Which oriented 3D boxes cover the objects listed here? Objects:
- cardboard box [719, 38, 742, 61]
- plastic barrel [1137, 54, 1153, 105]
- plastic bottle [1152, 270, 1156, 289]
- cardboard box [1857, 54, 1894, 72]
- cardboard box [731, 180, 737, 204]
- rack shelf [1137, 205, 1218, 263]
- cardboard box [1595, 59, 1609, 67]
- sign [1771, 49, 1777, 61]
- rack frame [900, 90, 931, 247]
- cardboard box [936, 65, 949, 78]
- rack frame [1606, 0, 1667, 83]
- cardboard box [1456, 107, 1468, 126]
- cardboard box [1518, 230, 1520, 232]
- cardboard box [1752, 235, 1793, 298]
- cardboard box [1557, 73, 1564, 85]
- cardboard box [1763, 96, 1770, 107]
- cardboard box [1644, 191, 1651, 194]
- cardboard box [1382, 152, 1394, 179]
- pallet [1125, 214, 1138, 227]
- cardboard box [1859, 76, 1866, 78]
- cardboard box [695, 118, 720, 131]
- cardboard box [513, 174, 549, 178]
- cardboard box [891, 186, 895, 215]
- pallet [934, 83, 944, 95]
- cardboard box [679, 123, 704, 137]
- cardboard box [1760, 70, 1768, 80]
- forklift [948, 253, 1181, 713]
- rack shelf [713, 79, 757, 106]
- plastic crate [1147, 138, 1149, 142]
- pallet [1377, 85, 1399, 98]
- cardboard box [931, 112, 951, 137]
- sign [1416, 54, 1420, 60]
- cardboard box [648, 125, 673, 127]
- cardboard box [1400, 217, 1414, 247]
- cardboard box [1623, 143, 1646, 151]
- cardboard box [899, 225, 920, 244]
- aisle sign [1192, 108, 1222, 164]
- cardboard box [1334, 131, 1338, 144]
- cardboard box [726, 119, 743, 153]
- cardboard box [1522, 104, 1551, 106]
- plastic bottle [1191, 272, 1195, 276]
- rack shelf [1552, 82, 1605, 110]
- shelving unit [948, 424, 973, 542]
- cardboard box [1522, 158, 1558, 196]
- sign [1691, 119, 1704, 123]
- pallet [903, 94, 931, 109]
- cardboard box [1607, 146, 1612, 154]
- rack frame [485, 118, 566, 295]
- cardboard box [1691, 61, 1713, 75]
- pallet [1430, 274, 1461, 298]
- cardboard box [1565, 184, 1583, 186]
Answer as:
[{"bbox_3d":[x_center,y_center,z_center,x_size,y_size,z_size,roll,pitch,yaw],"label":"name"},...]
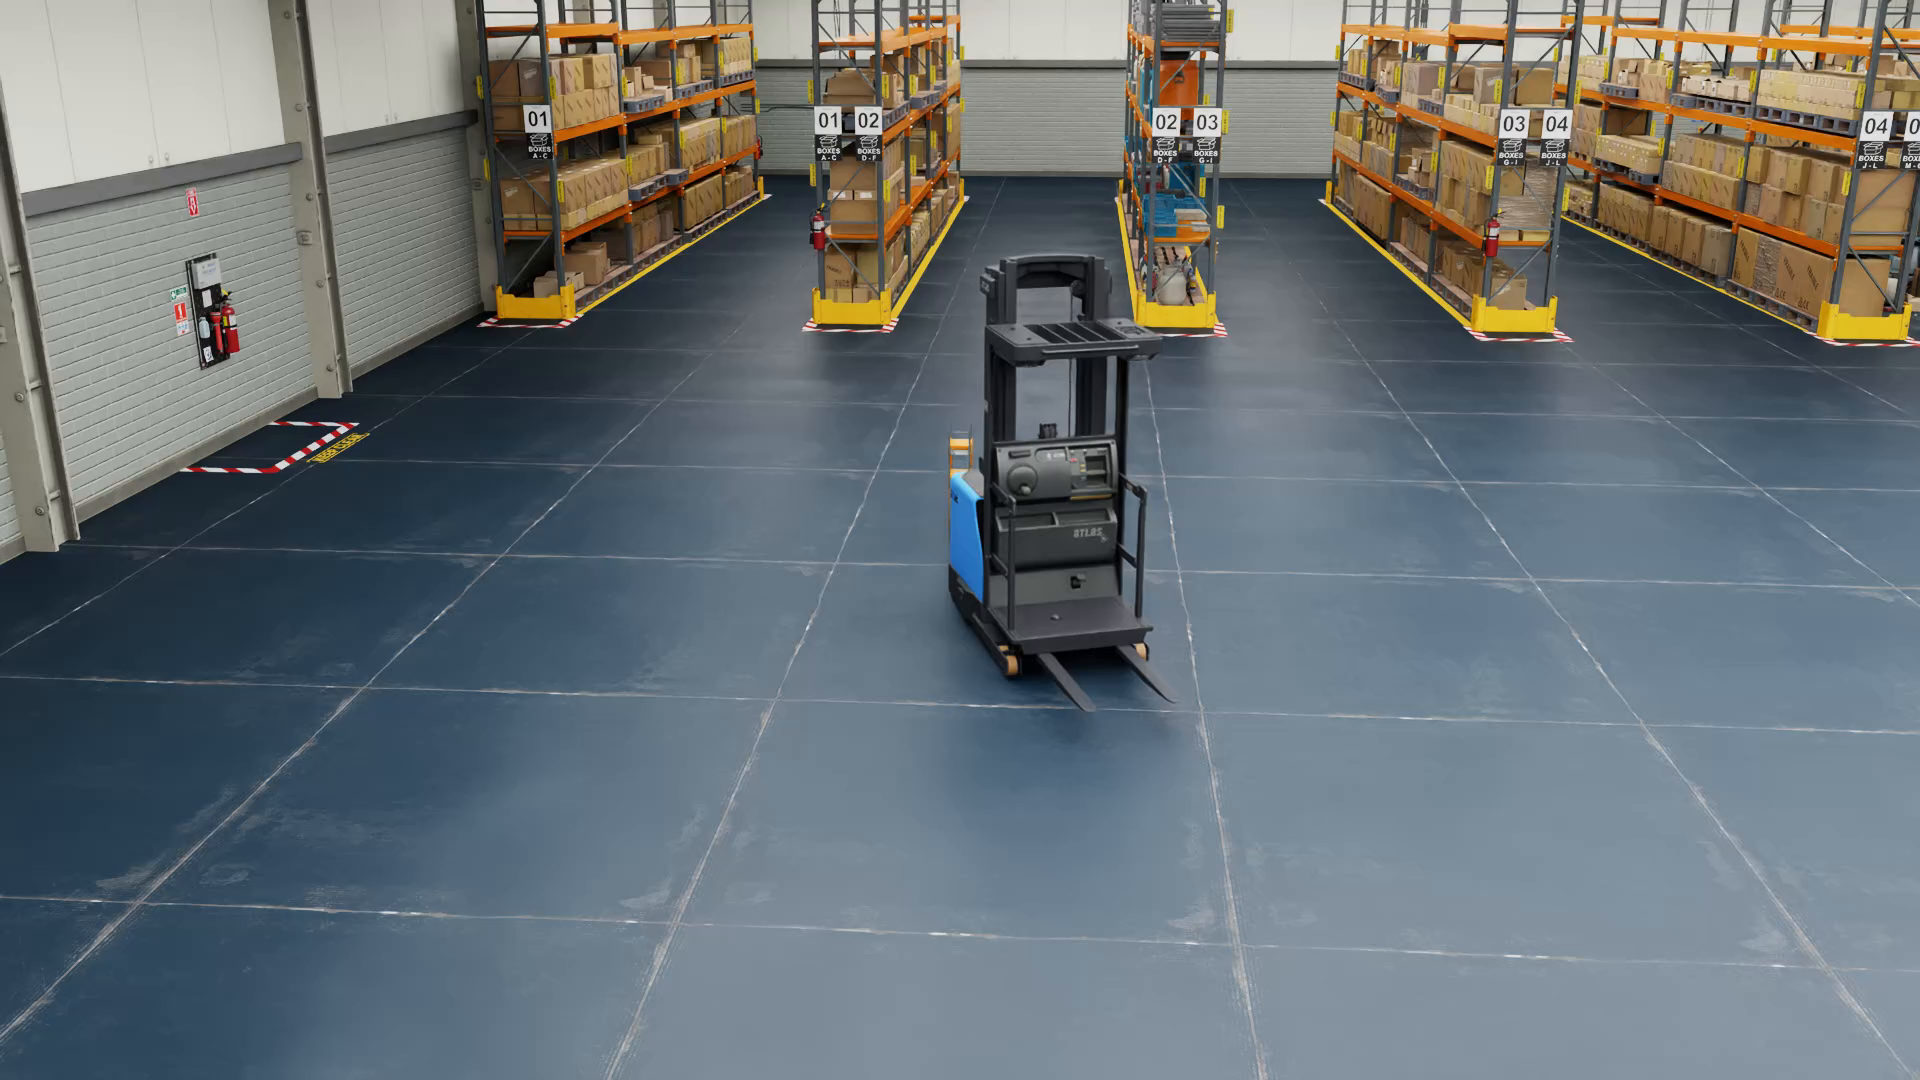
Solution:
[{"bbox_3d":[-5.294,-11.251,38.154,0.500,0.500,0.500,0,18,1],"label":"cardboard box"},{"bbox_3d":[3.594,-8.552,30.910,0.600,0.901,0.600,0,18,0],"label":"plastic barrel"},{"bbox_3d":[3.142,-4.228,26.991,0.061,0.283,0.133,1,18,4],"label":"plastic bottle"},{"bbox_3d":[19.233,-9.947,34.977,0.500,0.500,0.500,2,18,5],"label":"cardboard box"},{"bbox_3d":[-5.530,-8.000,38.187,0.700,0.500,0.500,1,18,3],"label":"cardboard box"},{"bbox_3d":[3.440,-4.933,26.644,1.077,0.370,4.000,1,18,4],"label":"rack shelf"},{"bbox_3d":[13.771,-10.172,35.456,0.380,0.149,0.250,1,18,4],"label":"cardboard box"},{"bbox_3d":[18.715,-11.184,38.217,0.100,0.325,0.005,1,18,4],"label":"sign"},{"bbox_3d":[-1.071,-7.250,32.560,1.000,3.000,0.127,1,18,4],"label":"rack frame"},{"bbox_3d":[-0.501,-10.230,36.273,0.500,0.250,0.500,1,18,4],"label":"cardboard box"},{"bbox_3d":[14.037,-10.979,34.305,1.000,3.000,0.127,1,18,4],"label":"rack frame"},{"bbox_3d":[8.156,-6.687,26.265,0.500,0.250,0.500,1,18,2],"label":"cardboard box"},{"bbox_3d":[8.532,-4.584,24.827,0.380,0.149,0.250,1,18,4],"label":"cardboard box"},{"bbox_3d":[13.287,-4.360,26.476,0.875,0.875,0.875,1,18,4],"label":"cardboard box"},{"bbox_3d":[14.036,-10.591,38.179,0.500,0.250,0.500,2,18,6],"label":"cardboard box"},{"bbox_3d":[13.081,-7.011,26.580,0.380,0.149,0.250,1,18,4],"label":"cardboard box"},{"bbox_3d":[14.161,-6.936,33.735,0.500,0.250,0.500,0,18,1],"label":"cardboard box"},{"bbox_3d":[8.640,-7.389,32.823,0.500,0.500,0.500,1,18,3],"label":"cardboard box"},{"bbox_3d":[4.060,-6.817,35.716,1.003,0.211,1.213,1,18,4],"label":"pallet"},{"bbox_3d":[13.610,-6.825,24.731,0.380,0.149,0.250,1,18,3],"label":"cardboard box"},{"bbox_3d":[-5.503,-9.006,36.043,0.500,0.250,0.500,2,18,5],"label":"cardboard box"},{"bbox_3d":[-6.718,-5.477,26.152,0.500,0.500,0.500,2,18,5],"label":"cardboard box"},{"bbox_3d":[-1.454,-5.598,27.356,0.700,0.500,0.500,2,18,5],"label":"cardboard box"},{"bbox_3d":[-0.972,-9.306,34.317,1.213,0.211,1.003,1,18,4],"label":"pallet"},{"bbox_3d":[-5.622,-8.531,34.593,0.500,0.250,0.500,1,18,3],"label":"cardboard box"},{"bbox_3d":[13.098,-7.470,26.701,0.380,0.149,0.250,1,18,4],"label":"cardboard box"},{"bbox_3d":[0.778,-0.521,12.133,1.130,2.935,3.031,-5,19,-14],"label":"forklift"},{"bbox_3d":[-5.582,-10.307,38.226,1.077,0.370,4.000,1,18,4],"label":"rack shelf"},{"bbox_3d":[4.605,-9.560,39.456,0.616,0.435,0.499,1,18,4],"label":"plastic crate"},{"bbox_3d":[8.880,-8.912,33.118,1.003,0.211,1.213,2,18,6],"label":"pallet"},{"bbox_3d":[-0.469,-9.155,36.607,0.500,0.500,0.500,2,18,5],"label":"cardboard box"},{"bbox_3d":[9.639,-10.082,35.048,0.100,0.325,0.005,1,18,4],"label":"sign"},{"bbox_3d":[-6.157,-8.381,34.136,0.500,0.250,0.500,1,18,3],"label":"cardboard box"},{"bbox_3d":[8.782,-5.841,31.566,0.700,0.500,0.500,0,18,1],"label":"cardboard box"},{"bbox_3d":[13.423,-7.813,33.050,0.380,0.149,0.250,2,18,7],"label":"cardboard box"},{"bbox_3d":[-1.002,-5.606,30.383,0.500,0.311,0.500,1,18,2],"label":"cardboard box"},{"bbox_3d":[3.583,-5.860,24.143,0.394,0.787,0.004,1,18,4],"label":"aisle sign"},{"bbox_3d":[9.080,-9.440,39.004,0.500,0.250,0.500,1,18,2],"label":"cardboard box"},{"bbox_3d":[-5.570,-9.366,38.533,0.980,0.700,0.700,0,18,1],"label":"cardboard box"},{"bbox_3d":[8.588,-6.410,24.778,0.380,0.149,0.250,2,18,6],"label":"cardboard box"},{"bbox_3d":[3.771,-4.198,26.901,0.061,0.283,0.133,2,18,5],"label":"plastic bottle"},{"bbox_3d":[14.180,-9.833,36.780,1.077,0.370,4.000,1,18,4],"label":"rack shelf"},{"bbox_3d":[0.004,-0.516,15.137,0.215,1.050,0.252,1,18,4],"label":"shelving unit"},{"bbox_3d":[8.548,-5.372,24.584,0.500,0.500,0.500,1,18,4],"label":"cardboard box"},{"bbox_3d":[19.605,-11.192,44.154,0.327,0.218,0.001,1,18,4],"label":"sign"},{"bbox_3d":[-1.107,-8.026,30.413,1.003,0.211,1.213,2,18,6],"label":"pallet"},{"bbox_3d":[13.497,-7.996,34.087,0.380,0.149,0.250,1,18,2],"label":"cardboard box"},{"bbox_3d":[-6.585,-4.875,25.311,1.000,3.000,0.127,1,18,4],"label":"rack frame"},{"bbox_3d":[14.091,-9.002,31.699,0.396,0.266,0.258,1,18,4],"label":"cardboard box"},{"bbox_3d":[8.510,-4.251,27.885,1.003,0.211,1.213,1,18,4],"label":"pallet"},{"bbox_3d":[13.937,-8.014,37.840,0.380,0.149,0.250,2,18,6],"label":"cardboard box"}]
